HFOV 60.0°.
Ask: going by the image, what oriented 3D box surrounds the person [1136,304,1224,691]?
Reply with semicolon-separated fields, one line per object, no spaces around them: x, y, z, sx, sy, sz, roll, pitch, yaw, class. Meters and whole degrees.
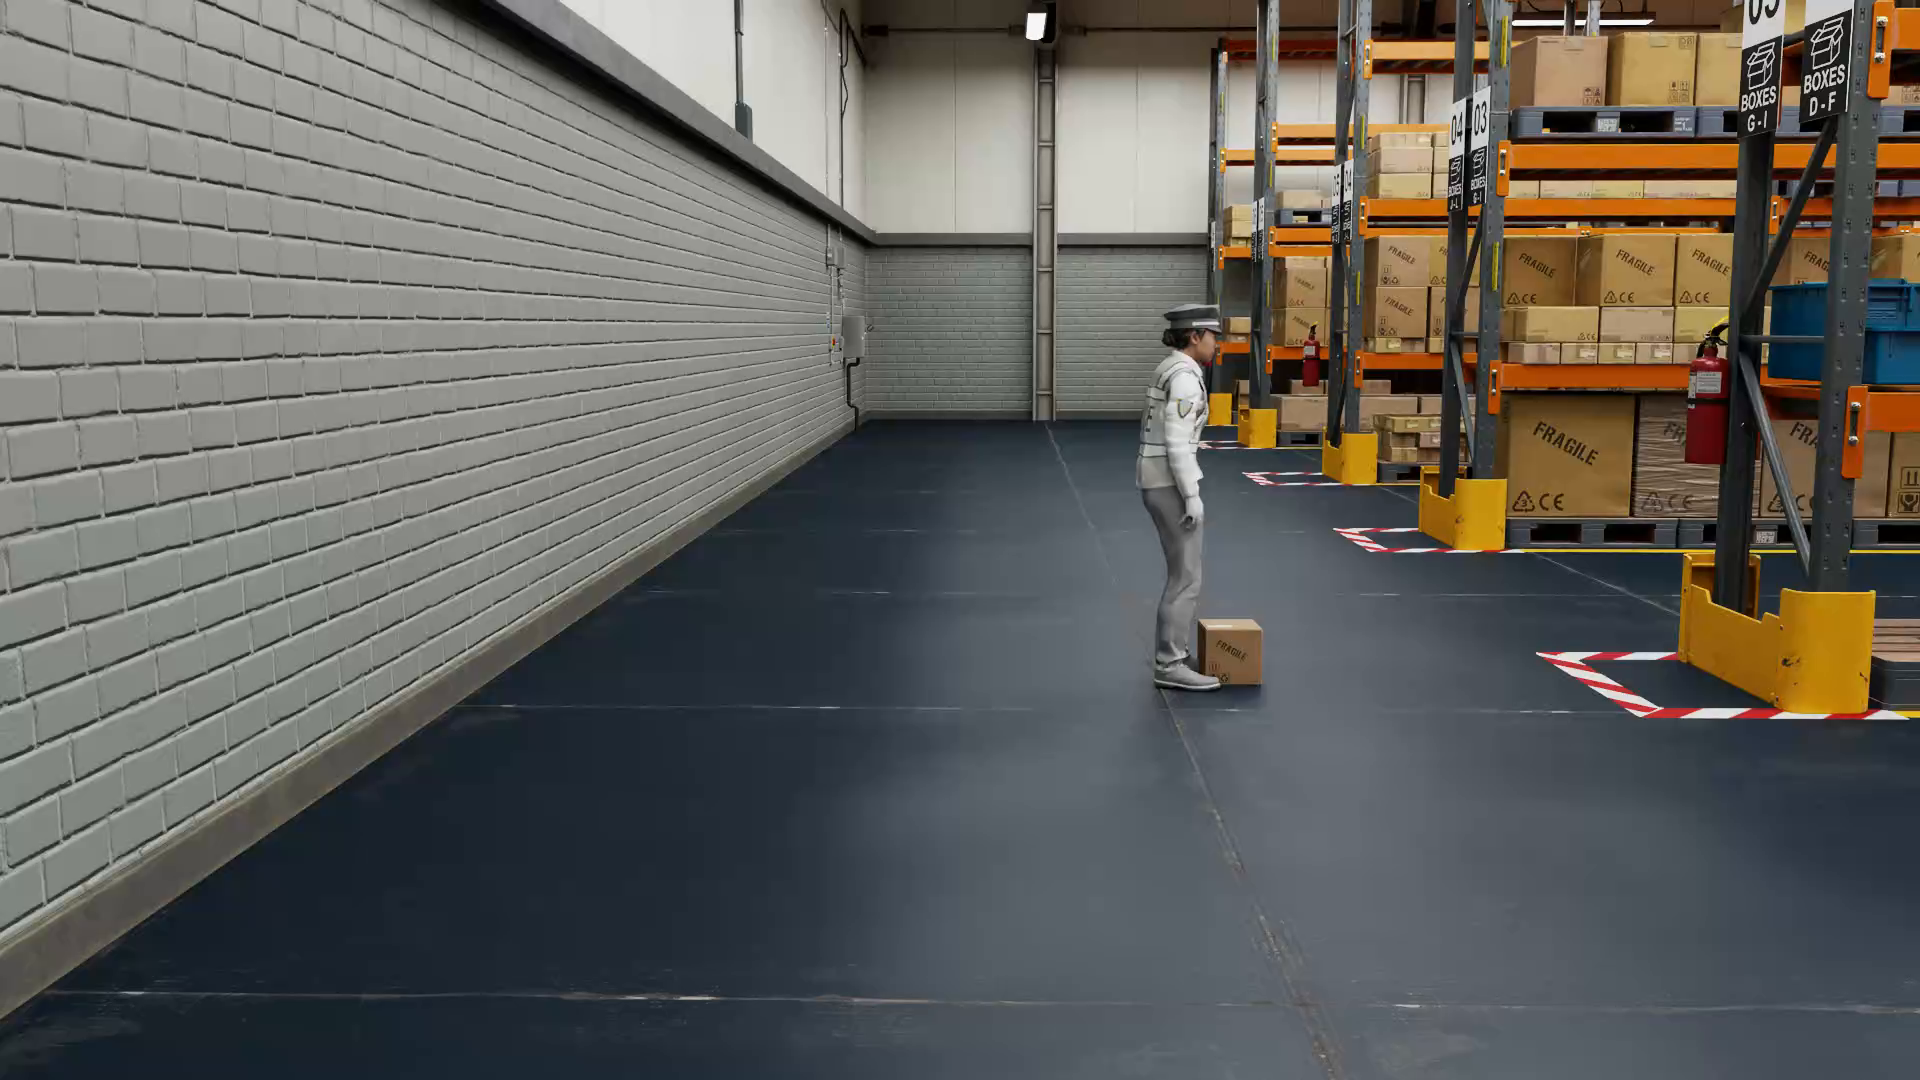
0.979;-0.201;7.323;0.403;1.664;0.528;0;7;1;person
